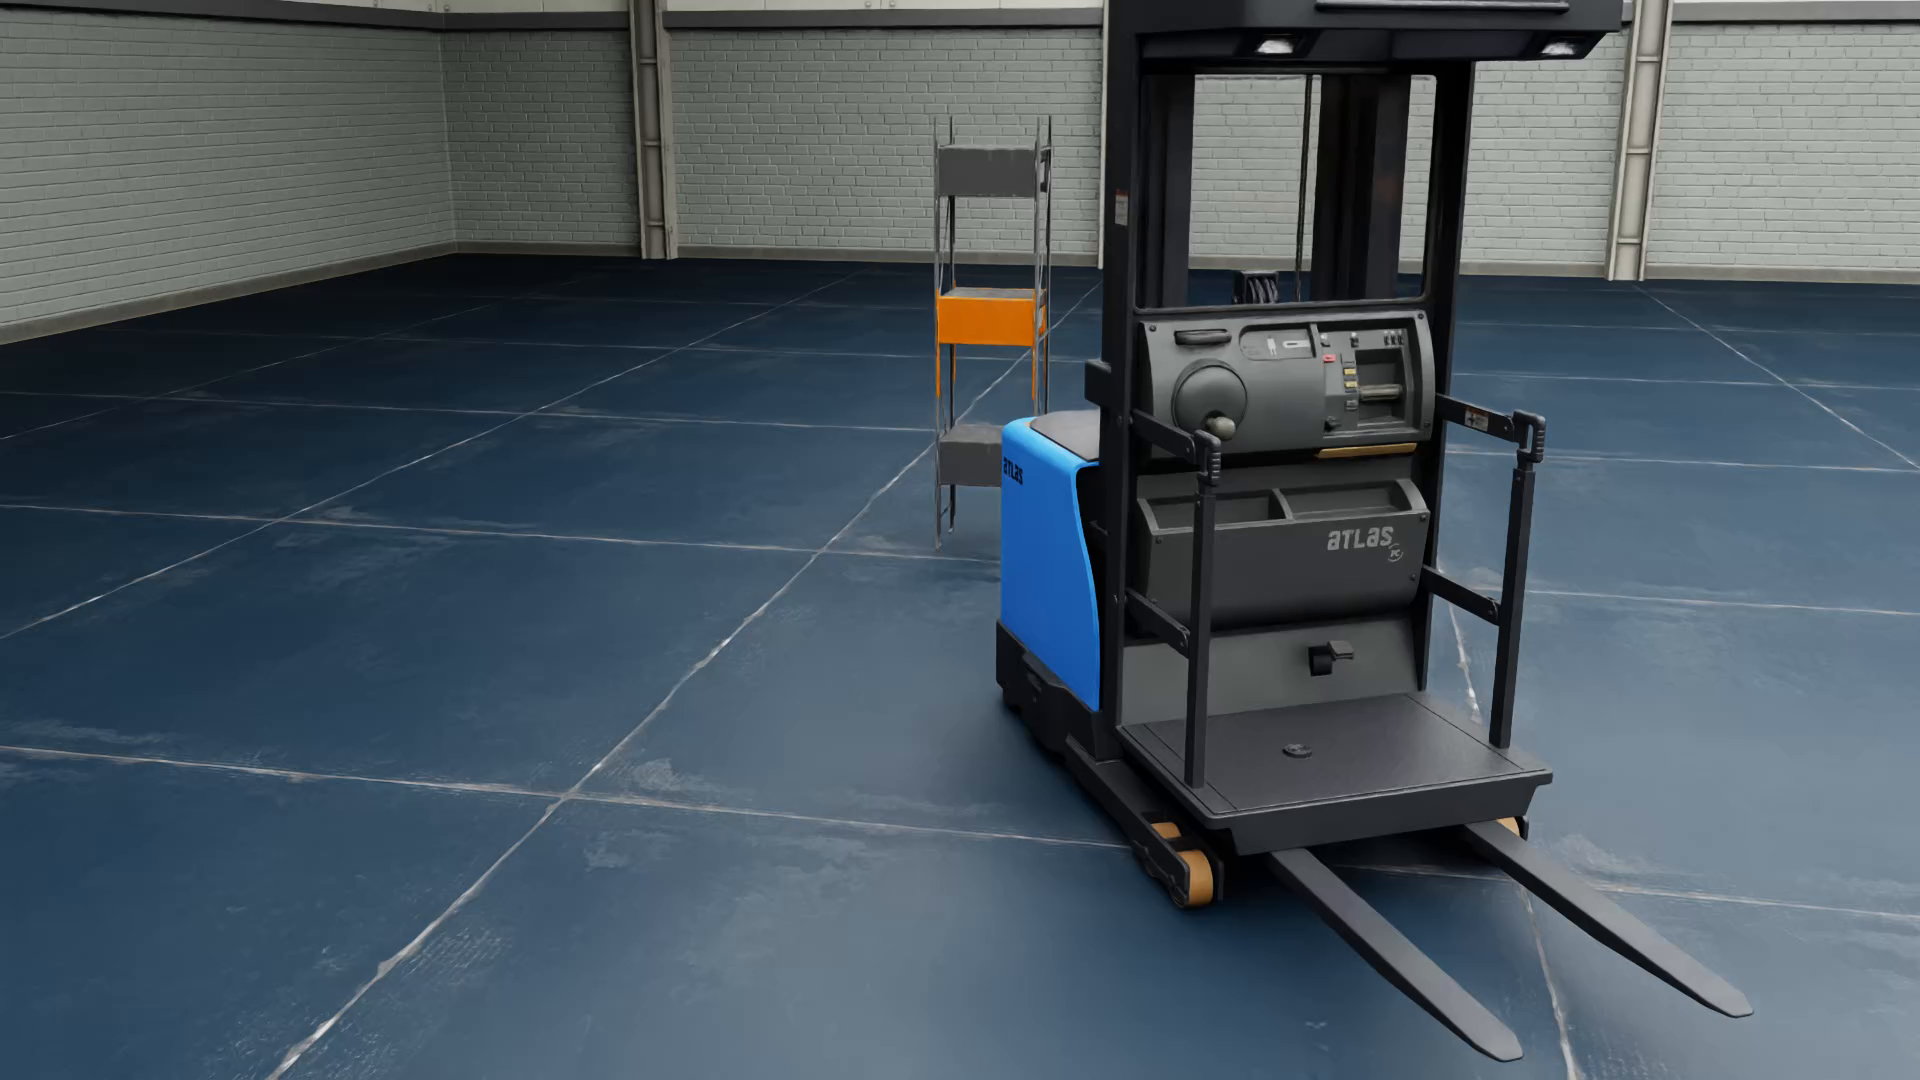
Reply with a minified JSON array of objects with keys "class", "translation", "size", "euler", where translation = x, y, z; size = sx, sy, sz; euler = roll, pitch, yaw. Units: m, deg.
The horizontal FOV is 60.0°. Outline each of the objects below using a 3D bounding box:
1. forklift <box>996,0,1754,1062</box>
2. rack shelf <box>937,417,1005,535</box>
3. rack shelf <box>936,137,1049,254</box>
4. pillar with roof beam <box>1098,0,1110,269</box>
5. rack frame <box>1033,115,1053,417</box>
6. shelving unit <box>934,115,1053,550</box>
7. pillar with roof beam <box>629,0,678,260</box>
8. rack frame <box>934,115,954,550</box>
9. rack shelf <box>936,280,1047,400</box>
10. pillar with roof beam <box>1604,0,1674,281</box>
[{"class":"forklift","translation":[1.051,-0.485,4.752],"size":[1.130,2.935,3.031],"euler":[-5,16,-16]},{"class":"rack shelf","translation":[0.162,-0.315,8.370],"size":[0.480,0.518,0.431],"euler":[3,16,11]},{"class":"rack shelf","translation":[0.162,-1.665,7.997],"size":[0.480,0.518,0.431],"euler":[3,16,11]},{"class":"pillar with roof beam","translation":[1.075,-6.602,15.469],"size":[0.400,9.000,9.100],"euler":[3,16,11]},{"class":"rack frame","translation":[0.401,-0.990,8.133],"size":[0.015,2.100,0.400],"euler":[3,16,11]},{"class":"shelving unit","translation":[0.162,-1.003,8.180],"size":[0.503,2.100,0.431],"euler":[3,16,11]},{"class":"pillar with roof beam","translation":[-4.804,-6.921,16.621],"size":[0.400,9.000,9.100],"euler":[3,16,11]},{"class":"rack frame","translation":[-0.077,-1.016,8.227],"size":[0.015,2.100,0.400],"euler":[3,16,11]},{"class":"rack shelf","translation":[0.162,-0.990,8.184],"size":[0.480,0.518,0.431],"euler":[3,16,11]},{"class":"pillar with roof beam","translation":[6.955,-6.283,14.317],"size":[0.400,9.000,9.100],"euler":[3,16,11]}]
